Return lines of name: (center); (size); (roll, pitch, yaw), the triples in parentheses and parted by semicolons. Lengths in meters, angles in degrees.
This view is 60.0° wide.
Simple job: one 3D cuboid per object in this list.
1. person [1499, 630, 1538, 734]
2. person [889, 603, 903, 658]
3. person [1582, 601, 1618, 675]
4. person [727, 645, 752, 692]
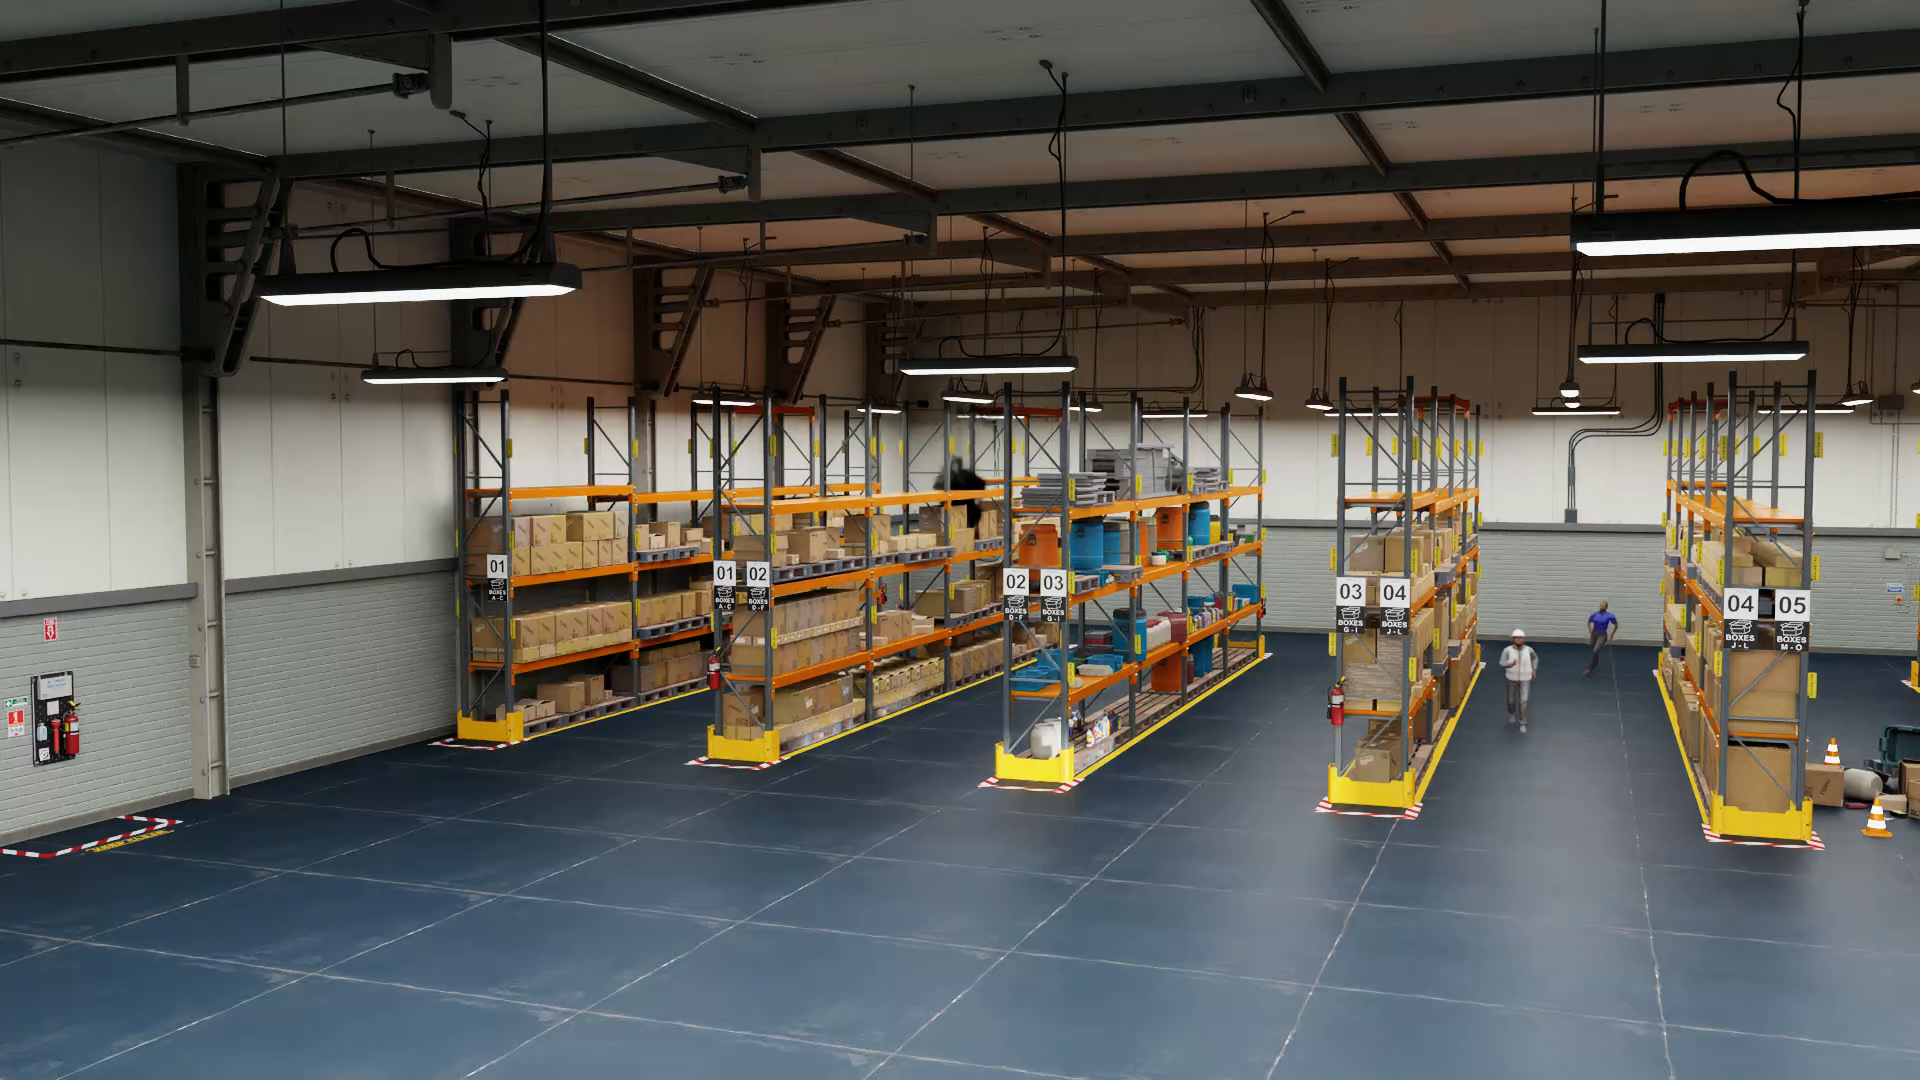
person: (9.905, 2.476, 29.485); (0.659, 1.781, 0.945); (1, 3, 17)
person: (-1.373, 2.194, 36.486); (0.503, 1.630, 0.694); (1, 3, 12)
person: (14.144, 2.212, 36.774); (0.663, 1.512, 0.924); (3, 4, 43)
person: (-4.016, 2.474, 30.699); (0.649, 1.685, 0.580); (1, 3, 16)
